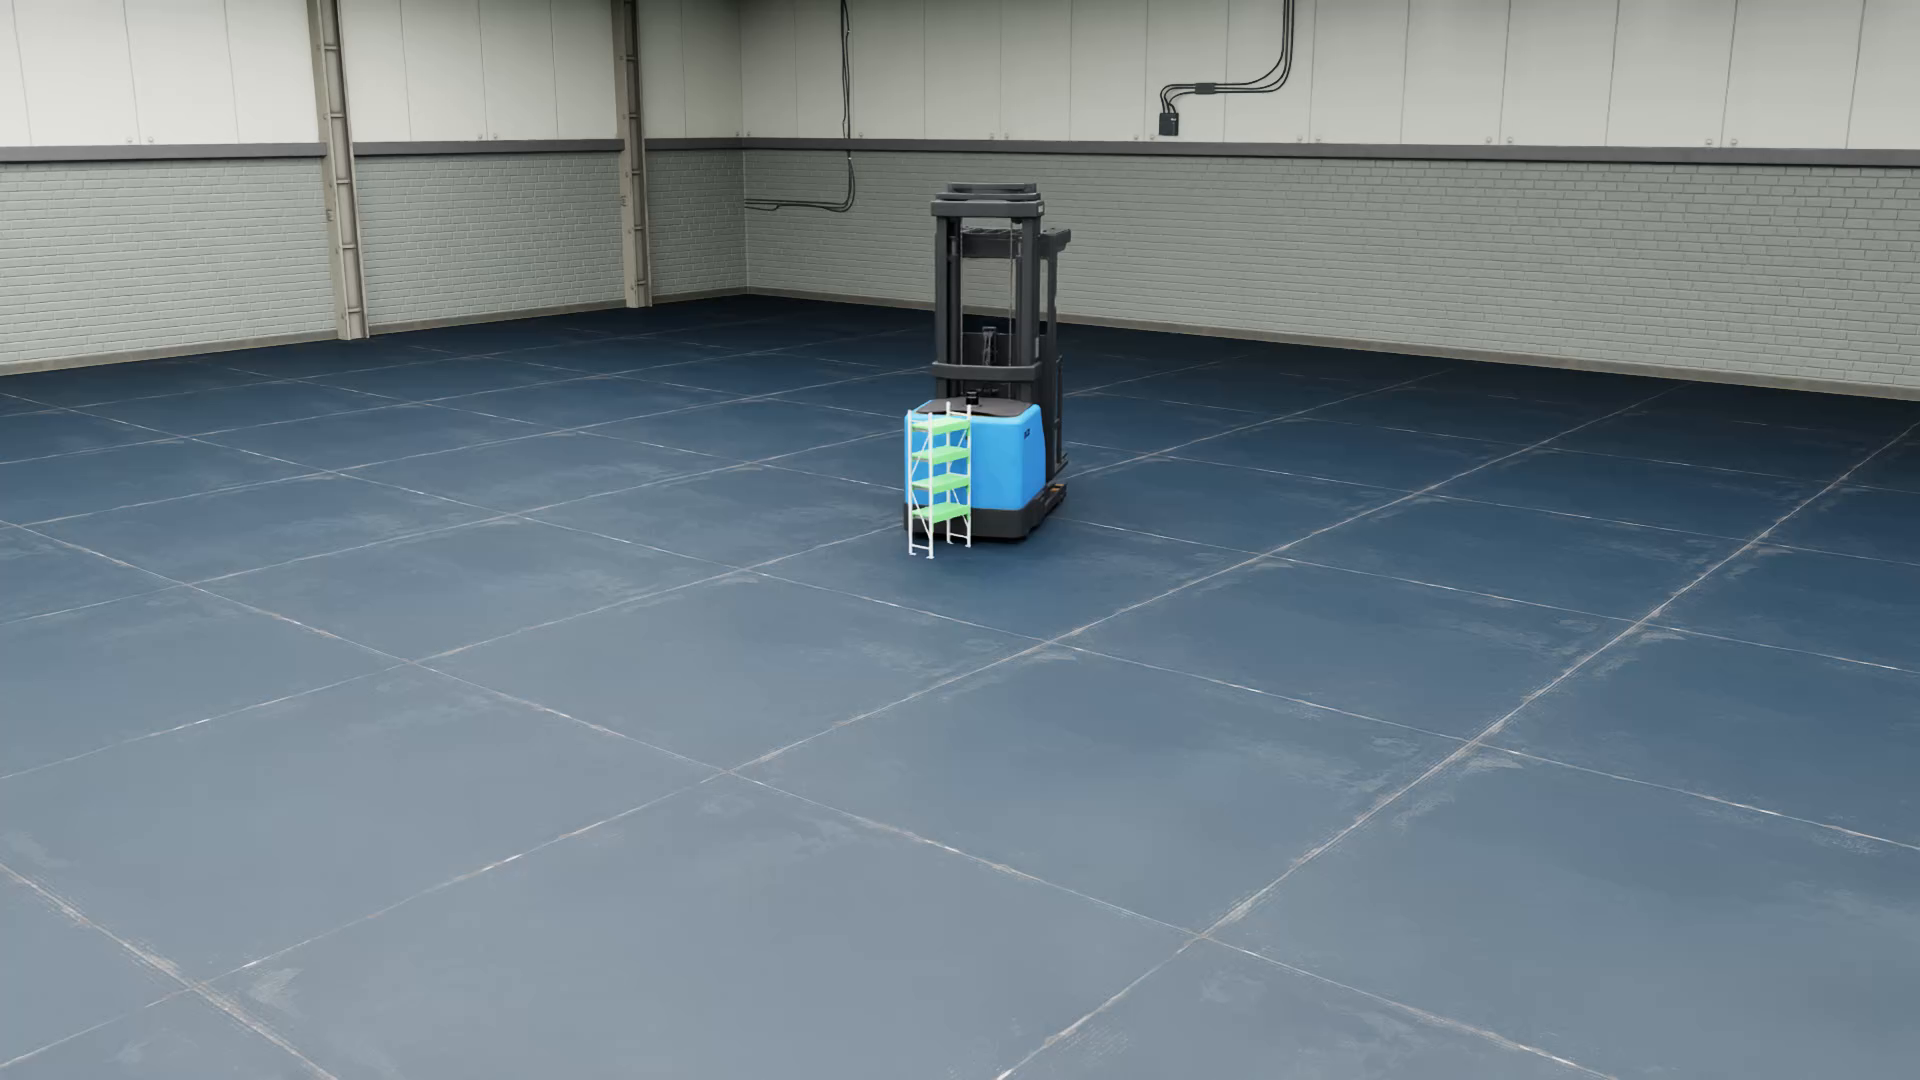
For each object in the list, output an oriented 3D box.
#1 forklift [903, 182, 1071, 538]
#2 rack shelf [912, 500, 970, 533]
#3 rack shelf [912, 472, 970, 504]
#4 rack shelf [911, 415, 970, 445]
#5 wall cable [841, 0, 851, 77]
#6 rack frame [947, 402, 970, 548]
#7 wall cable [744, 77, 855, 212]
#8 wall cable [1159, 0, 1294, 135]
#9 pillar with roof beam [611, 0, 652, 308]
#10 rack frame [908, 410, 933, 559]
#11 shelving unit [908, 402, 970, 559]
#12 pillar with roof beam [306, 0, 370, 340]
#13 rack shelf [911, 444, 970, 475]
[{"bbox_3d":[0.376,-1.754,15.075,1.130,2.935,3.031,4,15,14],"label":"forklift"},{"bbox_3d":[-0.166,-0.196,13.691,0.258,0.148,0.480,11,18,38],"label":"rack shelf"},{"bbox_3d":[-0.166,-0.428,13.632,0.258,0.148,0.480,11,18,38],"label":"rack shelf"},{"bbox_3d":[-0.166,-0.894,13.514,0.258,0.148,0.480,11,18,38],"label":"rack shelf"},{"bbox_3d":[-1.113,-9.681,30.003,3.097,2.526,0.112,11,18,38],"label":"wall cable"},{"bbox_3d":[-0.012,-0.537,13.800,0.240,1.200,0.015,11,18,38],"label":"rack frame"},{"bbox_3d":[-3.218,-7.652,32.273,3.097,2.526,0.112,11,18,38],"label":"wall cable"},{"bbox_3d":[4.156,-9.333,25.677,2.305,6.003,0.169,11,18,38],"label":"wall cable"},{"bbox_3d":[-2.749,-8.131,27.853,9.100,9.000,0.400,11,18,38],"label":"pillar with roof beam"},{"bbox_3d":[-0.320,-0.444,13.433,0.240,1.200,0.015,11,18,38],"label":"rack frame"},{"bbox_3d":[-0.166,-0.490,13.616,0.258,1.200,0.503,11,18,38],"label":"shelving unit"},{"bbox_3d":[-6.520,-6.982,23.330,9.100,9.000,0.400,11,18,38],"label":"pillar with roof beam"},{"bbox_3d":[-0.166,-0.661,13.573,0.258,0.148,0.480,11,18,38],"label":"rack shelf"}]
